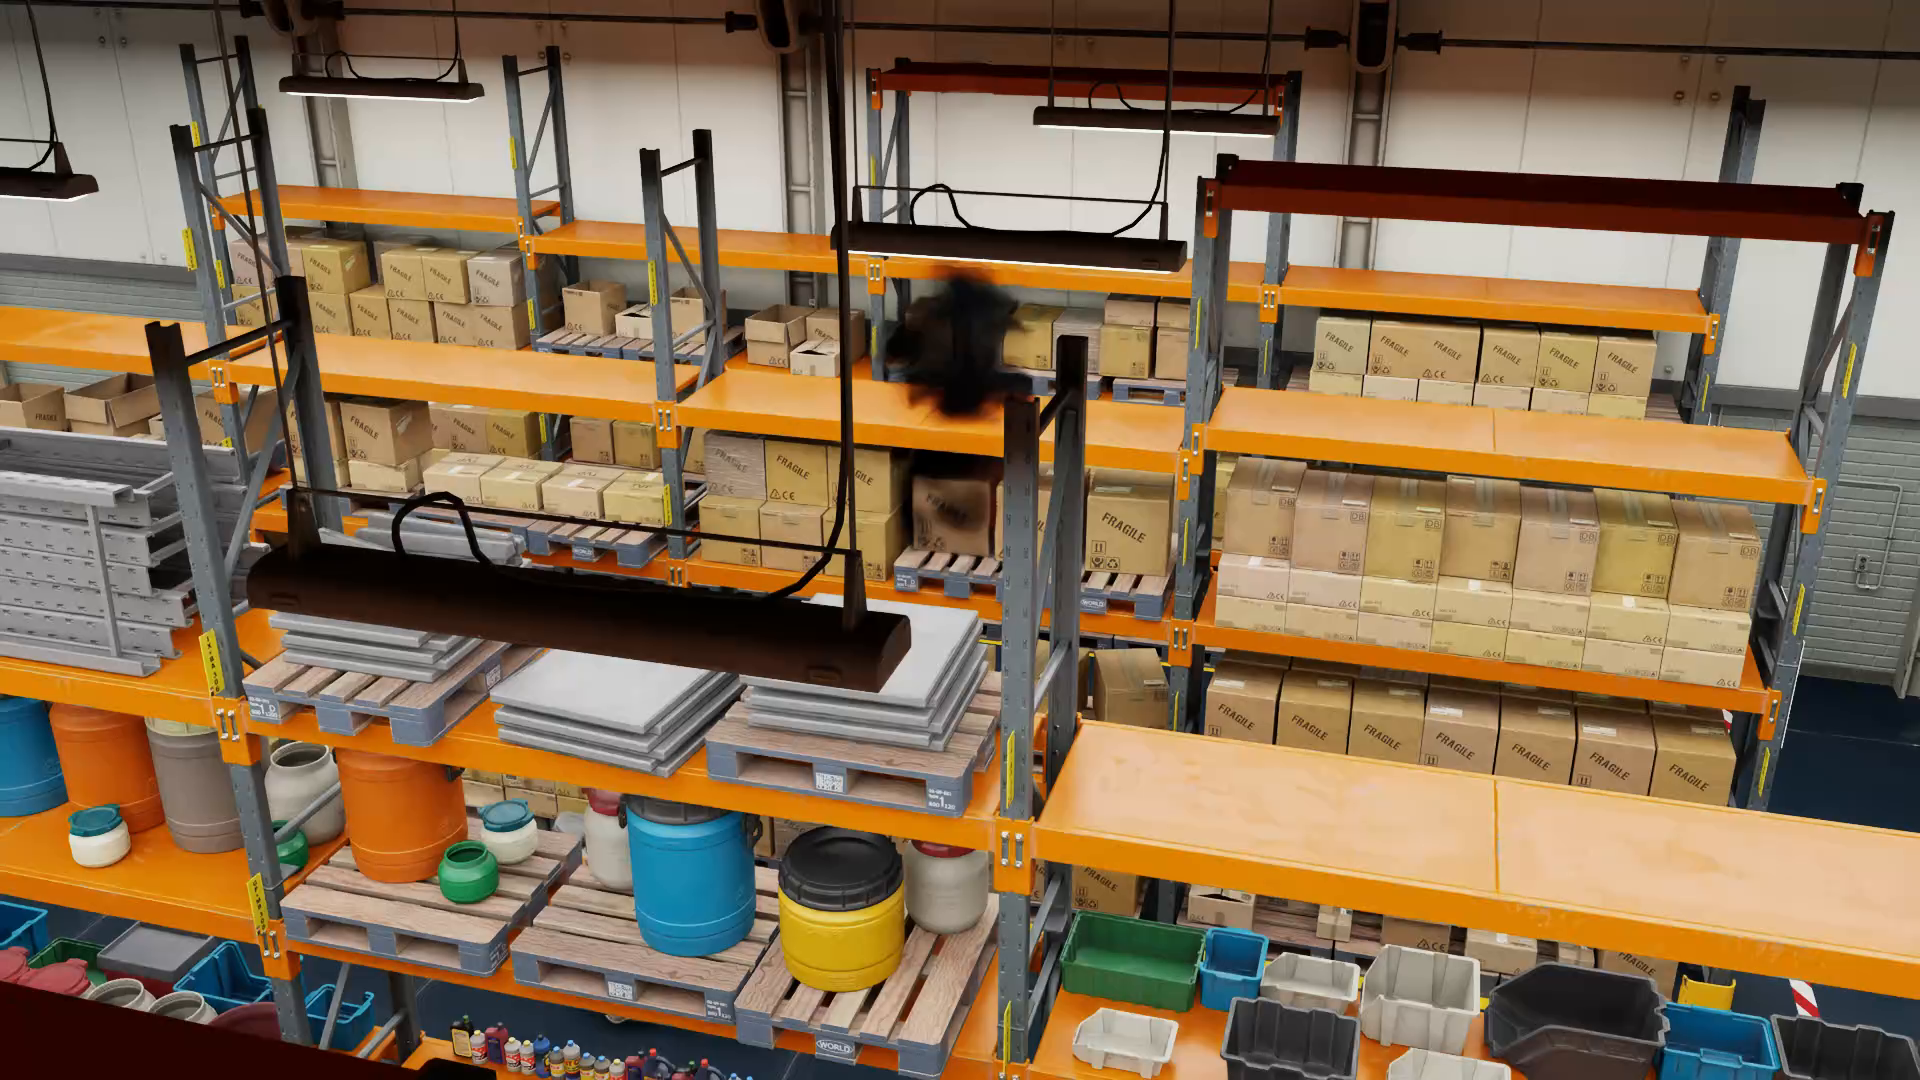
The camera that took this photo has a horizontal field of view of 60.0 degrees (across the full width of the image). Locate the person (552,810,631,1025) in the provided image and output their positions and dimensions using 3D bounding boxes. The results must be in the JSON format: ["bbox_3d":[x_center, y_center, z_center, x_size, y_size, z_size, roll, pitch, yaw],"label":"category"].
[{"bbox_3d":[-2.699,2.744,11.949,0.768,1.738,0.596,5,23,12],"label":"person"}]
